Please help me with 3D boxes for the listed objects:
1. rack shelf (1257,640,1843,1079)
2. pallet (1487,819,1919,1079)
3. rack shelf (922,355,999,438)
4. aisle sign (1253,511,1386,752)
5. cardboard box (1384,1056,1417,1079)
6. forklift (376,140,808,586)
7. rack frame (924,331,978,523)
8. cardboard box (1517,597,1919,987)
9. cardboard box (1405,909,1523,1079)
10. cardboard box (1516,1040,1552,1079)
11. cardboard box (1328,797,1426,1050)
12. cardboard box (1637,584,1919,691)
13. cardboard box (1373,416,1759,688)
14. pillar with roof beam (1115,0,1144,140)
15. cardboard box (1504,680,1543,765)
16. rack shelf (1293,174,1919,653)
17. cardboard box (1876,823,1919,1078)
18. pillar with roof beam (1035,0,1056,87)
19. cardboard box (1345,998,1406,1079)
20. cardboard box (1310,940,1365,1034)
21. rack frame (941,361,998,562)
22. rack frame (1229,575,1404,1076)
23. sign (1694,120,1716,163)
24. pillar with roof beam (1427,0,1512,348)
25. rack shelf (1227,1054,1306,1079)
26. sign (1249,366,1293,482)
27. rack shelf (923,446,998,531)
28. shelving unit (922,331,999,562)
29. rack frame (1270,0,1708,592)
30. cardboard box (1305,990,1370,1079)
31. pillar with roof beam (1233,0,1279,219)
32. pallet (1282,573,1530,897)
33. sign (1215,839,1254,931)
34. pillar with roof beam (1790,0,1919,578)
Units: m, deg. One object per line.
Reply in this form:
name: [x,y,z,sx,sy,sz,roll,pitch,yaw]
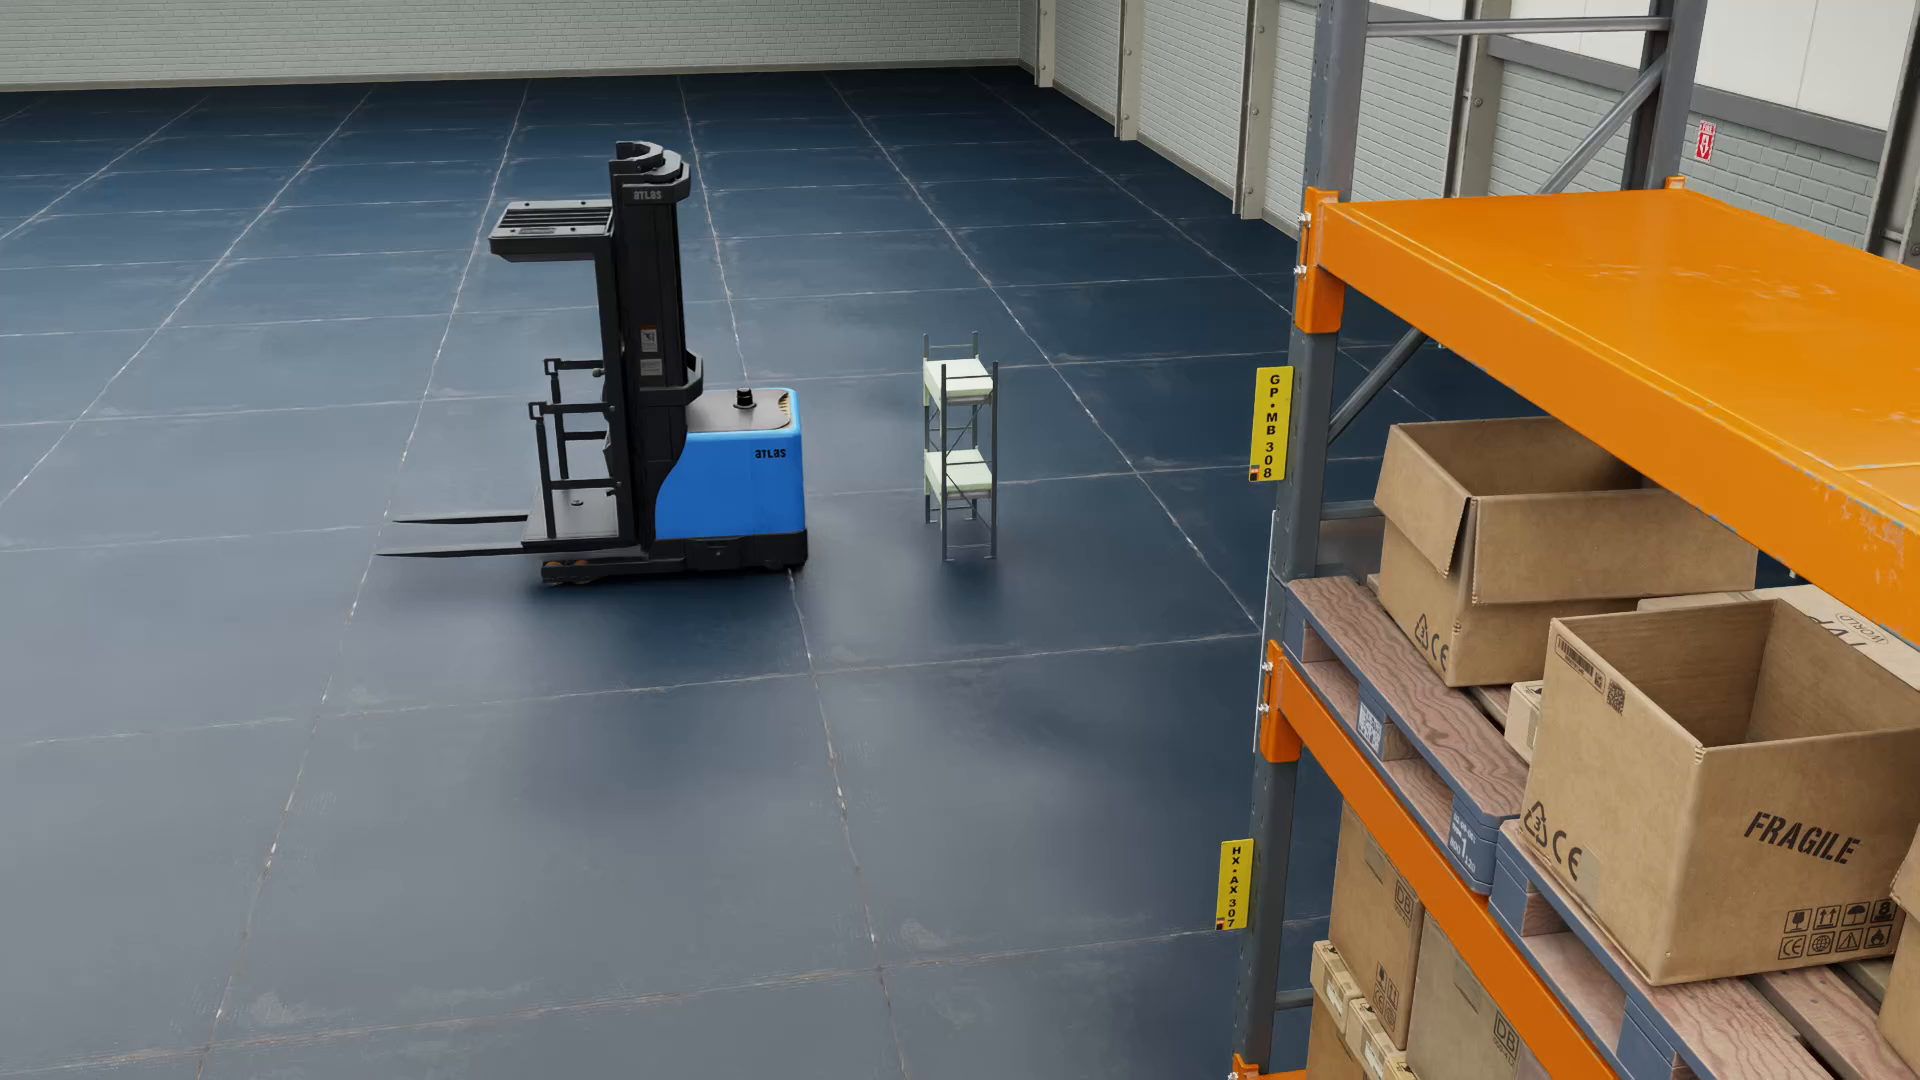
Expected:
rack shelf: [1.762,1.201,3.147,1.077,0.370,4.000,-4,24,-10]
pallet: [1.727,0.886,3.080,1.003,0.211,1.213,-4,24,-10]
rack shelf: [-0.001,-1.048,12.042,0.431,0.370,0.720,-4,24,-10]
aisle sign: [1.079,0.264,4.892,0.394,0.787,0.004,-4,24,-10]
cardboard box: [1.350,1.488,4.403,0.380,0.149,0.250,-4,24,-10]
forklift: [-2.652,-1.244,11.680,3.031,2.935,1.130,-3,24,-6]
rack frame: [-0.069,-0.834,12.528,0.400,1.500,0.023,-4,24,-10]
cardboard box: [1.431,0.455,3.130,0.500,0.500,0.500,-4,24,-10]
cardboard box: [1.578,1.230,4.182,0.700,0.500,0.500,-5,24,-11]
cardboard box: [1.672,1.429,3.728,0.700,0.500,0.500,-4,24,-10]
cardboard box: [1.476,1.024,4.655,0.700,0.500,0.500,-4,24,-10]
cardboard box: [1.864,0.330,3.730,0.500,0.250,0.500,-4,24,-10]
cardboard box: [1.494,0.007,4.153,0.797,0.503,0.637,-3,24,-6]
pillar with roof beam: [-1.429,-10.569,25.448,9.100,9.000,0.400,-4,24,-10]
cardboard box: [1.437,0.419,3.653,0.380,0.149,0.250,-4,24,-10]
rack shelf: [1.762,0.009,2.627,1.077,0.370,4.000,-4,24,-10]
cardboard box: [1.951,0.697,2.574,0.797,0.503,0.637,-2,24,-4]
pillar with roof beam: [-2.539,-12.929,30.851,9.100,9.000,0.400,-4,24,-10]
cardboard box: [1.305,1.390,4.628,0.380,0.149,0.250,-5,24,-11]
cardboard box: [1.253,1.286,4.865,0.380,0.149,0.250,-4,24,-10]
rack frame: [0.066,-0.546,11.869,0.400,1.500,0.023,-4,24,-10]
rack frame: [1.392,1.459,5.405,1.000,3.000,0.127,-4,24,-10]
sign: [5.807,-3.106,12.959,0.001,0.298,0.199,-4,24,-10]
pillar with roof beam: [0.790,-5.849,14.641,9.100,9.000,0.400,-4,24,-10]
rack shelf: [1.762,2.575,3.747,1.077,0.370,4.000,-4,24,-10]
sign: [0.846,-0.314,4.525,0.100,0.325,0.005,-4,24,-10]
rack shelf: [-0.001,-0.391,12.329,0.431,0.370,0.720,-4,24,-10]
shelving unit: [-0.001,-0.690,12.198,0.431,1.500,0.755,-4,24,-10]
rack frame: [1.392,-1.290,4.204,1.000,3.000,0.127,-4,24,-10]
cardboard box: [1.466,1.598,4.962,0.700,0.500,0.500,-4,24,-10]
pillar with roof beam: [-0.320,-8.209,20.044,9.100,9.000,0.400,-4,24,-10]
pallet: [1.498,0.405,4.181,1.003,0.211,1.213,-4,24,-10]
sign: [0.846,1.065,5.127,0.100,0.325,0.005,-4,24,-10]
pillar with roof beam: [1.899,-3.489,9.237,9.100,9.000,0.400,-4,24,-10]
